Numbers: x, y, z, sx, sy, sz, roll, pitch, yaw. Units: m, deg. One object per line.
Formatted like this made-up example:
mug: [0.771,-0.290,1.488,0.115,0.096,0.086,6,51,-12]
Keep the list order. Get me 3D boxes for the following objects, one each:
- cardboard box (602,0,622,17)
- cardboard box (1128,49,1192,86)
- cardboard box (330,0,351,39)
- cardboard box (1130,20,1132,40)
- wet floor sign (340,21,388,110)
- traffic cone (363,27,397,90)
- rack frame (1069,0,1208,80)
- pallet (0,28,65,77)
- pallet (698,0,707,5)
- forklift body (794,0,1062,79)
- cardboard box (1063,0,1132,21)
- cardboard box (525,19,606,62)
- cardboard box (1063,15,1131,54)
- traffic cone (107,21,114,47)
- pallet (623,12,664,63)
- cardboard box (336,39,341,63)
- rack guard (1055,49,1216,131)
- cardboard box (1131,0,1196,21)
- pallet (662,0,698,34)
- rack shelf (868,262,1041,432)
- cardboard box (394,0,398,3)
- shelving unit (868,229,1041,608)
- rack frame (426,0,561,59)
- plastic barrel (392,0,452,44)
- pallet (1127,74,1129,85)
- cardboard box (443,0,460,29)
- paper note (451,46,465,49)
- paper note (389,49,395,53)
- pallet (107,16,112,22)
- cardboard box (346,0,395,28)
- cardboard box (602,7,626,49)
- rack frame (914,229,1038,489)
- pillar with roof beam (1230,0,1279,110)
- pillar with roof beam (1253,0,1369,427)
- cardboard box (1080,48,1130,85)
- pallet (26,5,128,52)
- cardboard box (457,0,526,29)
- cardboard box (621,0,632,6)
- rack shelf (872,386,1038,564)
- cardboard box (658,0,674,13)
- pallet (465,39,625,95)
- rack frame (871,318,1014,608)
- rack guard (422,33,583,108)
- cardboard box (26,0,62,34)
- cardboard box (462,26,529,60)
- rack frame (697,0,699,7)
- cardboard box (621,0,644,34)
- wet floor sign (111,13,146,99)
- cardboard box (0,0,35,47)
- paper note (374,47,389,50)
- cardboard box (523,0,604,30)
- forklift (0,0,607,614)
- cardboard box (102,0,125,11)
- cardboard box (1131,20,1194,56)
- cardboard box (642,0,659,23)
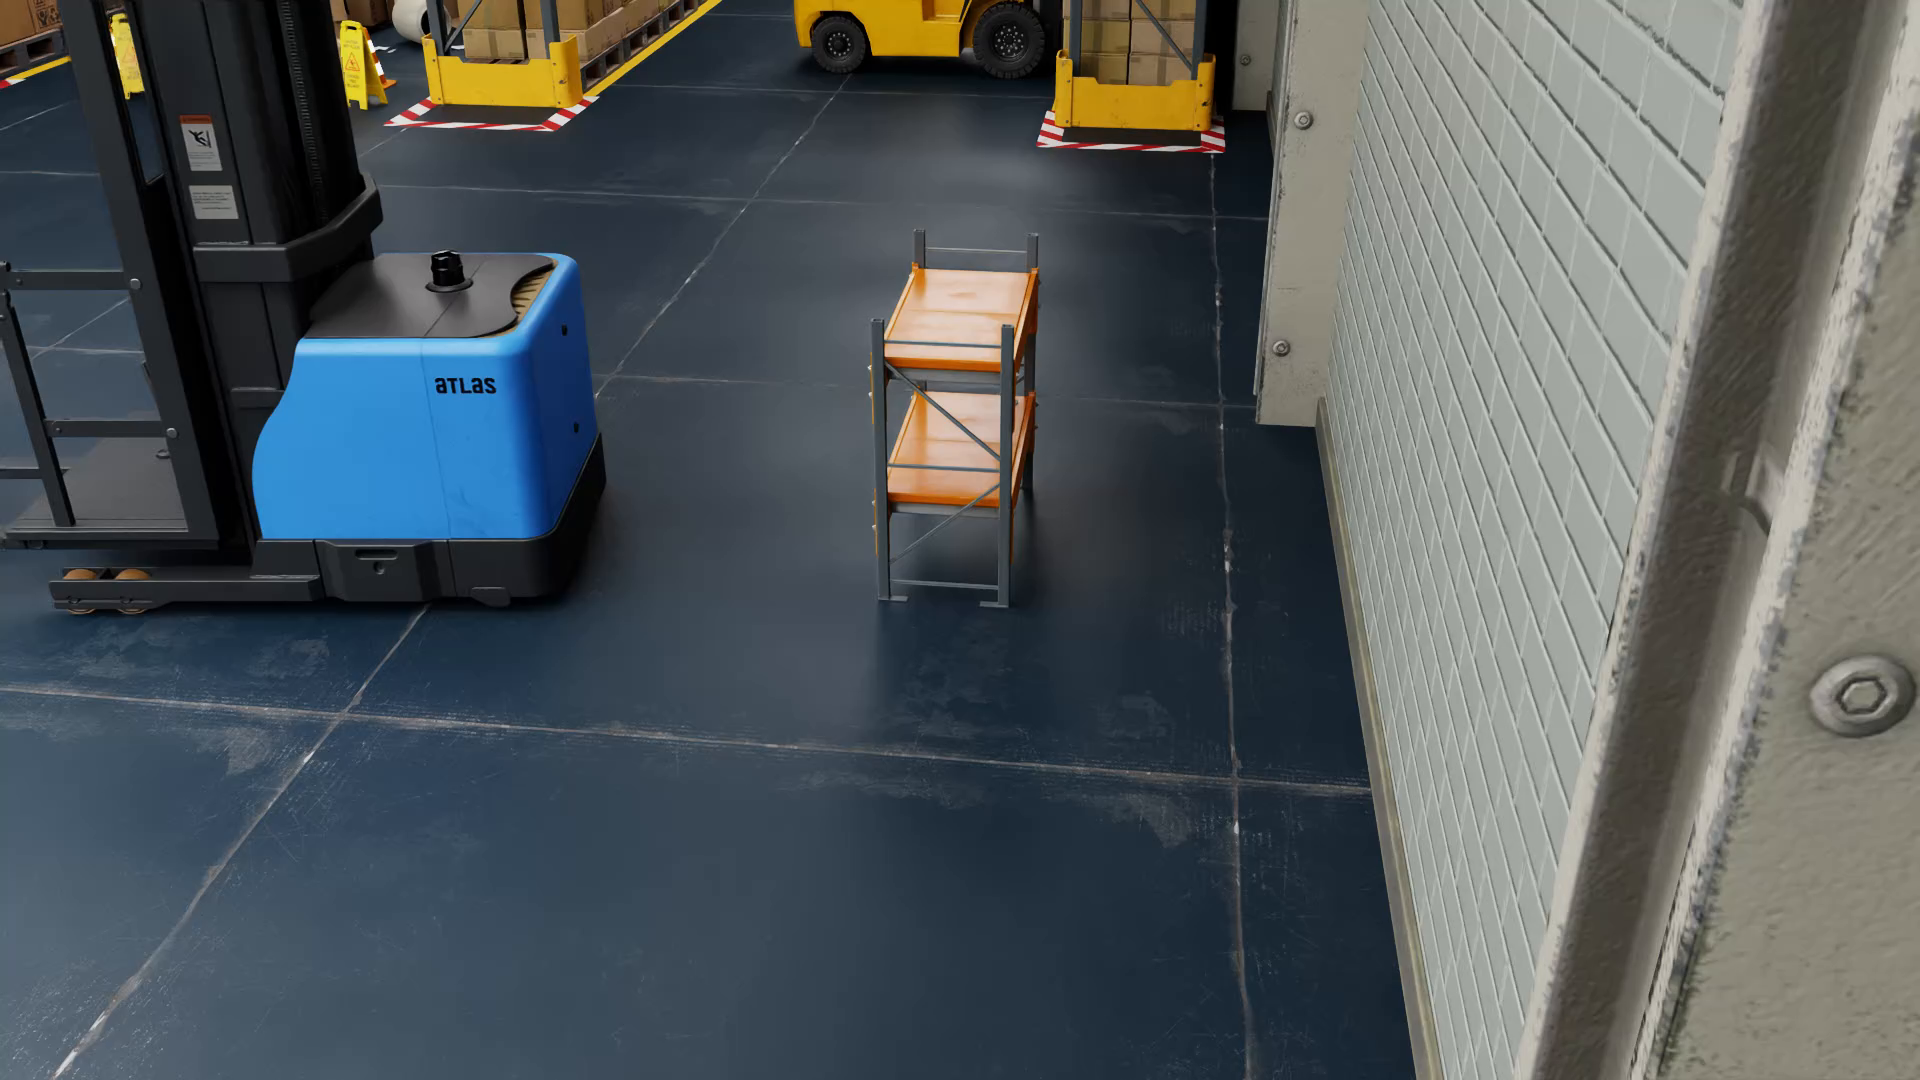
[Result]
cardboard box: [-3.177,-4.709,13.993,0.500,0.500,0.500,2,28,4]
cardboard box: [1.568,-3.691,12.894,0.500,0.250,0.500,3,29,6]
cardboard box: [-5.910,-4.658,14.866,0.797,0.503,0.637,-17,33,-29]
cardboard box: [1.136,-4.174,13.263,0.500,0.250,0.500,3,28,6]
wet floor sign: [-4.698,-3.719,12.973,0.267,0.644,0.232,14,31,24]
traffic cone: [-4.840,-3.944,13.582,0.336,0.463,0.334,3,28,6]
rack frame: [1.314,-4.496,11.933,1.000,3.000,0.127,3,28,6]
pallet: [-8.517,-4.176,14.280,1.003,0.211,1.213,3,28,6]
pallet: [-3.029,-5.805,17.302,1.003,0.211,1.213,3,28,6]
forklift body: [-0.264,-5.121,13.988,2.313,2.155,1.214,3,28,6]
cardboard box: [1.061,-4.146,12.685,0.500,0.250,0.500,4,29,8]
cardboard box: [-3.239,-4.121,13.693,0.500,0.250,0.500,3,28,6]
cardboard box: [1.064,-3.938,12.826,0.500,0.250,0.500,3,28,6]
traffic cone: [-7.063,-4.074,13.824,0.336,0.463,0.334,3,28,6]
pallet: [-3.317,-4.544,14.962,1.003,0.211,1.213,3,28,6]
cardboard box: [-5.457,-4.262,14.504,0.380,0.149,0.250,20,34,32]
rack guard: [1.311,-3.385,12.505,1.175,0.500,0.348,3,28,6]
cardboard box: [1.561,-4.126,12.648,0.500,0.250,0.500,3,28,5]
pallet: [-3.170,-5.120,16.031,1.003,0.211,1.213,3,28,6]
rack shelf: [0.001,-0.756,6.350,0.538,0.278,1.000,3,28,6]
cardboard box: [-5.352,-5.204,16.129,0.258,0.266,0.396,-17,33,-29]
shelving unit: [0.001,-0.498,6.489,0.538,1.125,1.048,3,28,6]
rack frame: [-3.613,-4.783,12.466,1.000,3.000,0.127,3,28,6]
plastic barrel: [-4.862,-4.709,15.045,0.421,0.421,0.512,-24,36,-37]
pallet: [1.366,-3.631,13.268,1.003,0.211,1.213,3,28,6]
cardboard box: [-4.604,-5.141,15.763,0.500,0.500,0.500,-24,36,-37]
paper note: [-4.505,-4.441,14.962,0.142,0.019,0.148,-6,29,-11]
paper note: [-5.072,-4.365,14.841,0.032,0.001,0.123,3,28,6]
pallet: [-8.218,-5.325,16.412,1.003,0.211,1.213,3,28,6]
cardboard box: [-5.804,-5.158,15.651,0.797,0.637,0.503,3,28,6]
cardboard box: [-3.169,-4.361,14.138,0.500,0.250,0.500,4,29,8]
rack frame: [0.063,-0.738,6.933,0.500,1.125,0.032,3,28,6]
pillar with roof beam: [-1.979,-7.663,11.486,9.100,9.000,0.400,3,28,6]
pillar with roof beam: [-2.714,-4.839,6.244,9.100,9.000,0.400,3,28,6]
cardboard box: [1.058,-3.710,12.931,0.500,0.250,0.500,4,29,7]
pallet: [-8.365,-4.749,15.343,1.003,0.211,1.213,3,28,6]
cardboard box: [-3.773,-4.480,13.568,0.500,0.500,0.500,4,29,7]
cardboard box: [-3.108,-4.944,14.431,0.500,0.500,0.500,4,29,7]
rack shelf: [0.001,-0.283,6.605,0.538,0.278,1.000,3,28,6]
cardboard box: [-2.983,-5.095,15.501,0.500,0.250,0.500,3,28,5]
pallet: [-3.469,-3.972,13.899,1.003,0.211,1.213,3,28,6]
rack frame: [-0.061,-0.259,6.045,0.500,1.125,0.032,3,28,6]
rack guard: [-3.603,-3.718,13.125,1.175,0.500,0.348,3,28,6]
cardboard box: [-8.414,-5.010,14.684,0.875,0.875,0.875,3,28,5]
cardboard box: [-3.778,-4.165,13.774,0.500,0.250,0.500,3,28,6]
rack frame: [-3.122,-6.666,15.961,1.000,3.000,0.127,3,28,6]
cardboard box: [-3.115,-4.619,14.616,0.500,0.250,0.500,5,29,10]
wet floor sign: [-6.576,-3.858,13.231,0.267,0.644,0.232,-1,28,-3]
cardboard box: [-8.520,-4.596,13.915,0.875,0.875,0.875,4,29,6]
paper note: [-5.219,-4.423,14.939,0.148,0.019,0.142,14,31,24]
cardboard box: [-3.237,-4.462,13.536,0.500,0.500,0.500,2,28,4]
forklift: [-3.011,-1.263,6.004,3.031,2.935,1.130,0,28,0]
cardboard box: [-8.301,-5.439,15.481,0.875,0.875,0.875,4,29,7]
cardboard box: [1.578,-3.900,12.756,0.500,0.250,0.500,4,29,7]
cardboard box: [-3.050,-4.856,15.057,0.500,0.250,0.500,4,29,7]
